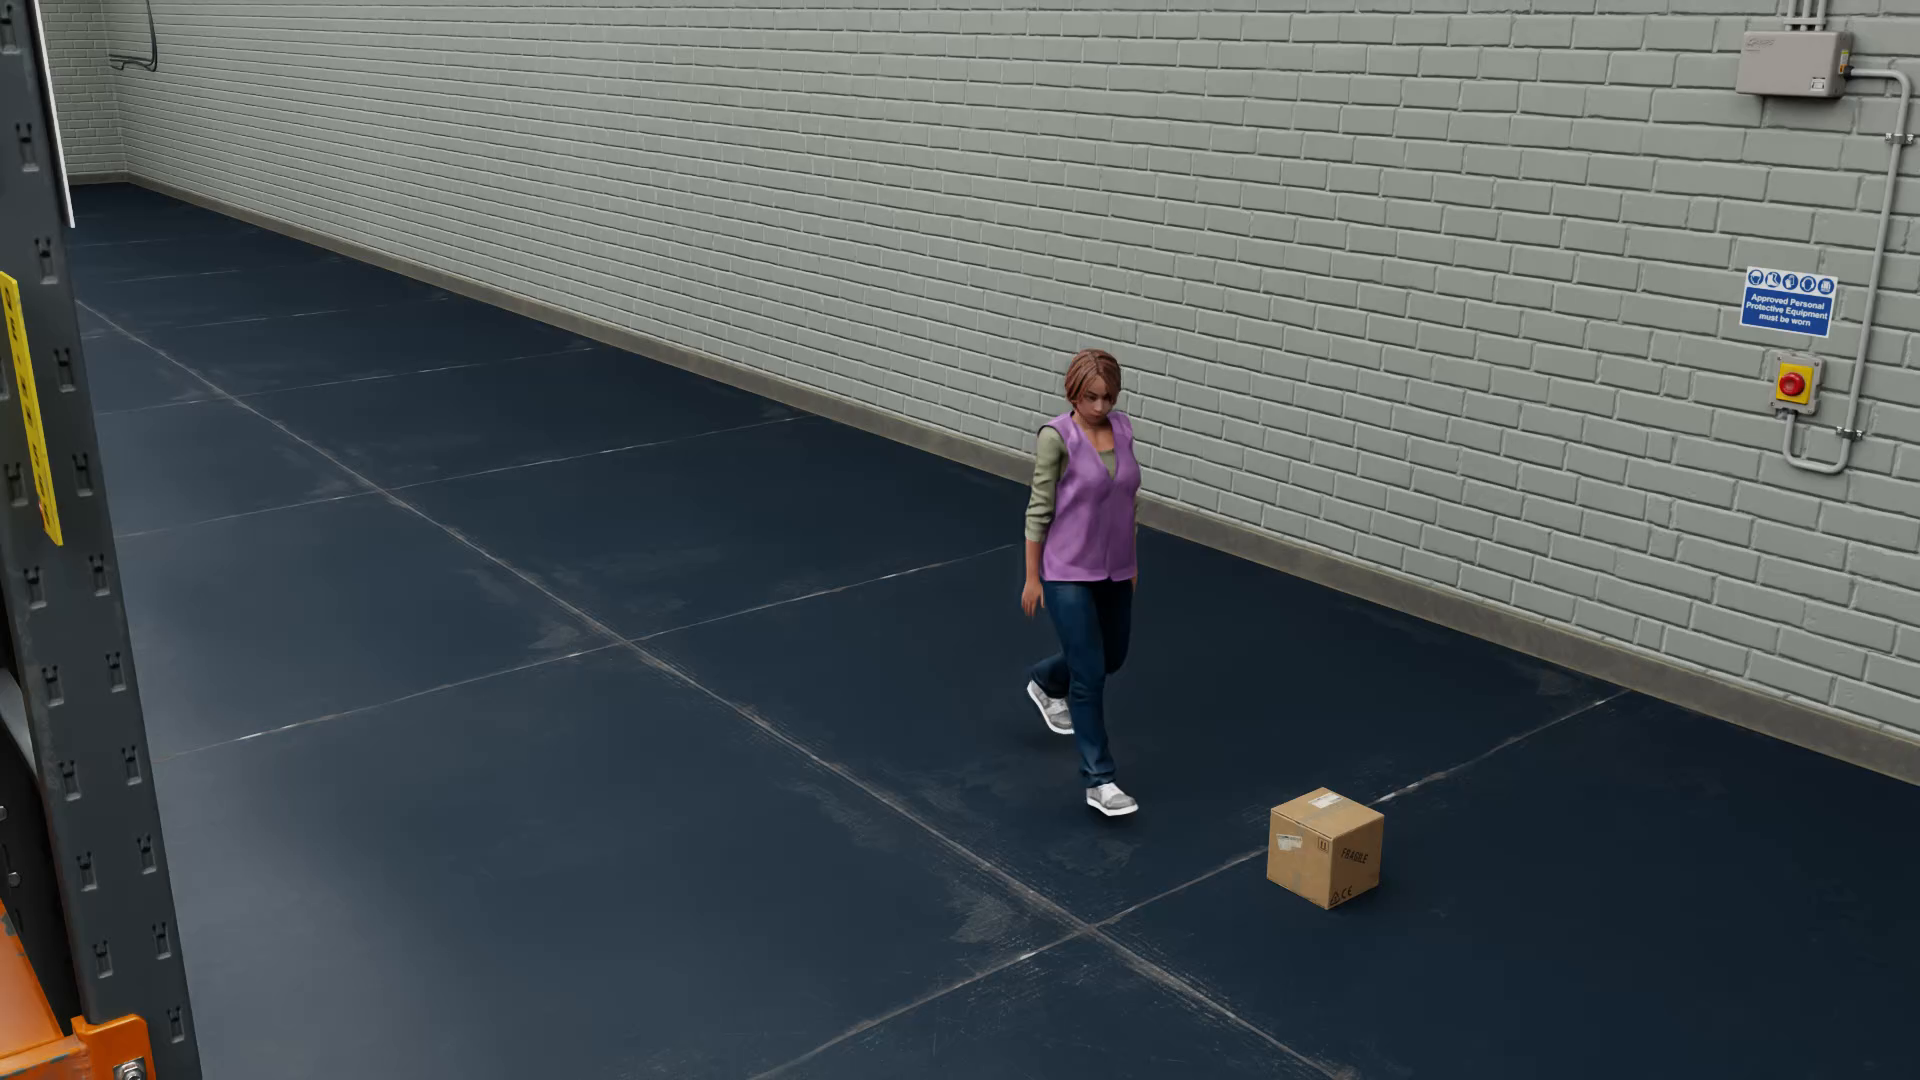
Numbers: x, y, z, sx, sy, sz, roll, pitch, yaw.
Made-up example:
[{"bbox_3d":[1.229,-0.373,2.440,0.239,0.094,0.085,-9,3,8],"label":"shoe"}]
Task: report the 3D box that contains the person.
[{"bbox_3d":[0.424,0.110,5.731,0.453,1.564,0.824,-12,22,-33],"label":"person"}]
